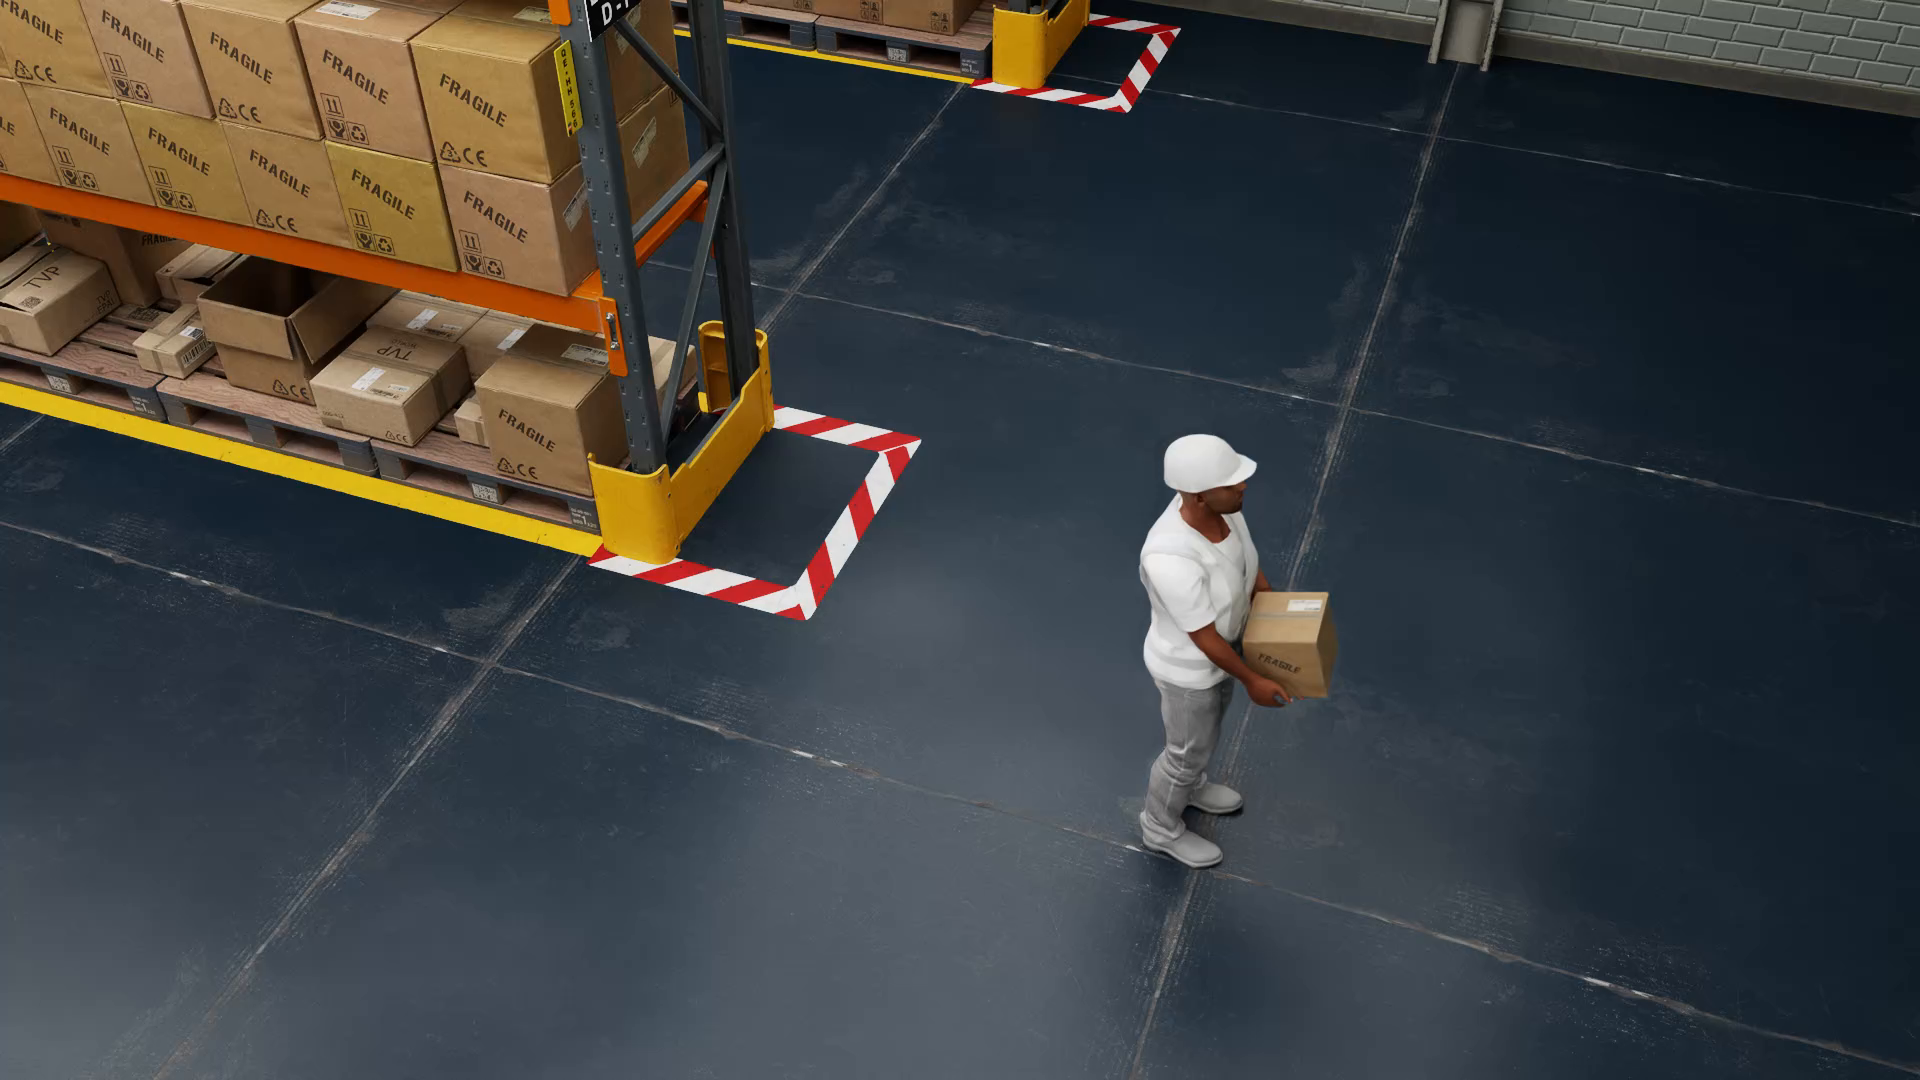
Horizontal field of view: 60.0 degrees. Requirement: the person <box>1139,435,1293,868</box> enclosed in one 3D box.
[{"bbox_3d":[0.899,0.400,5.683,0.571,1.770,0.516,17,44,18],"label":"person"}]
